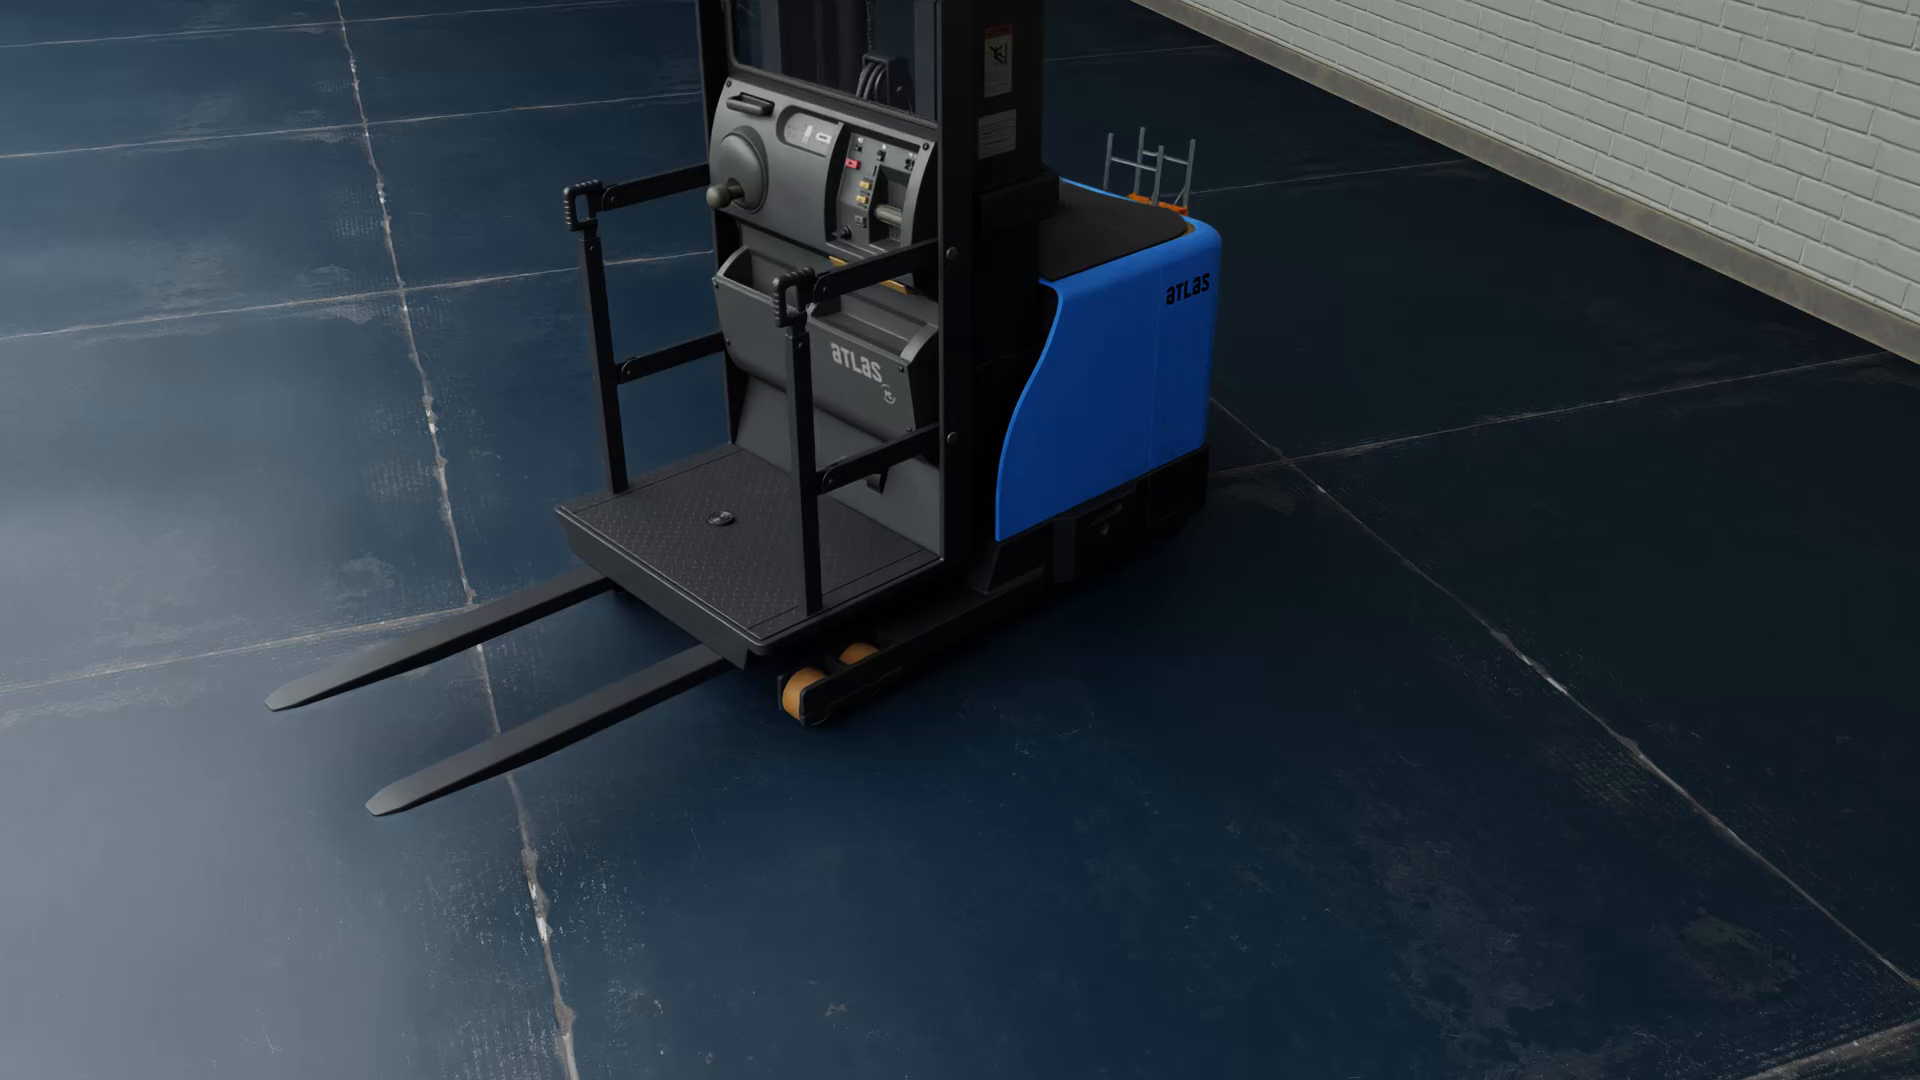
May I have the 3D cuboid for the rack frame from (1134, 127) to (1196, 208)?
[{"bbox_3d":[0.694,-0.889,6.103,0.240,1.200,0.006,25,33,37],"label":"rack frame"}]

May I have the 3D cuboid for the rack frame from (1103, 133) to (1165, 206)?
[{"bbox_3d":[0.569,-0.838,5.979,0.240,1.200,0.006,25,33,37],"label":"rack frame"}]

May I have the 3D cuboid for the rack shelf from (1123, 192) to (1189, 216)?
[{"bbox_3d":[0.651,-1.147,5.903,0.258,0.103,0.180,25,33,37],"label":"rack shelf"}]

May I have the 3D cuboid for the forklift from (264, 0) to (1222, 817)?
[{"bbox_3d":[-0.561,-1.029,4.595,3.031,2.935,1.130,-25,38,-36],"label":"forklift"}]

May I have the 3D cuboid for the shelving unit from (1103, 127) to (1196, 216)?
[{"bbox_3d":[0.632,-0.864,6.041,0.258,1.200,0.189,25,33,37],"label":"shelving unit"}]
